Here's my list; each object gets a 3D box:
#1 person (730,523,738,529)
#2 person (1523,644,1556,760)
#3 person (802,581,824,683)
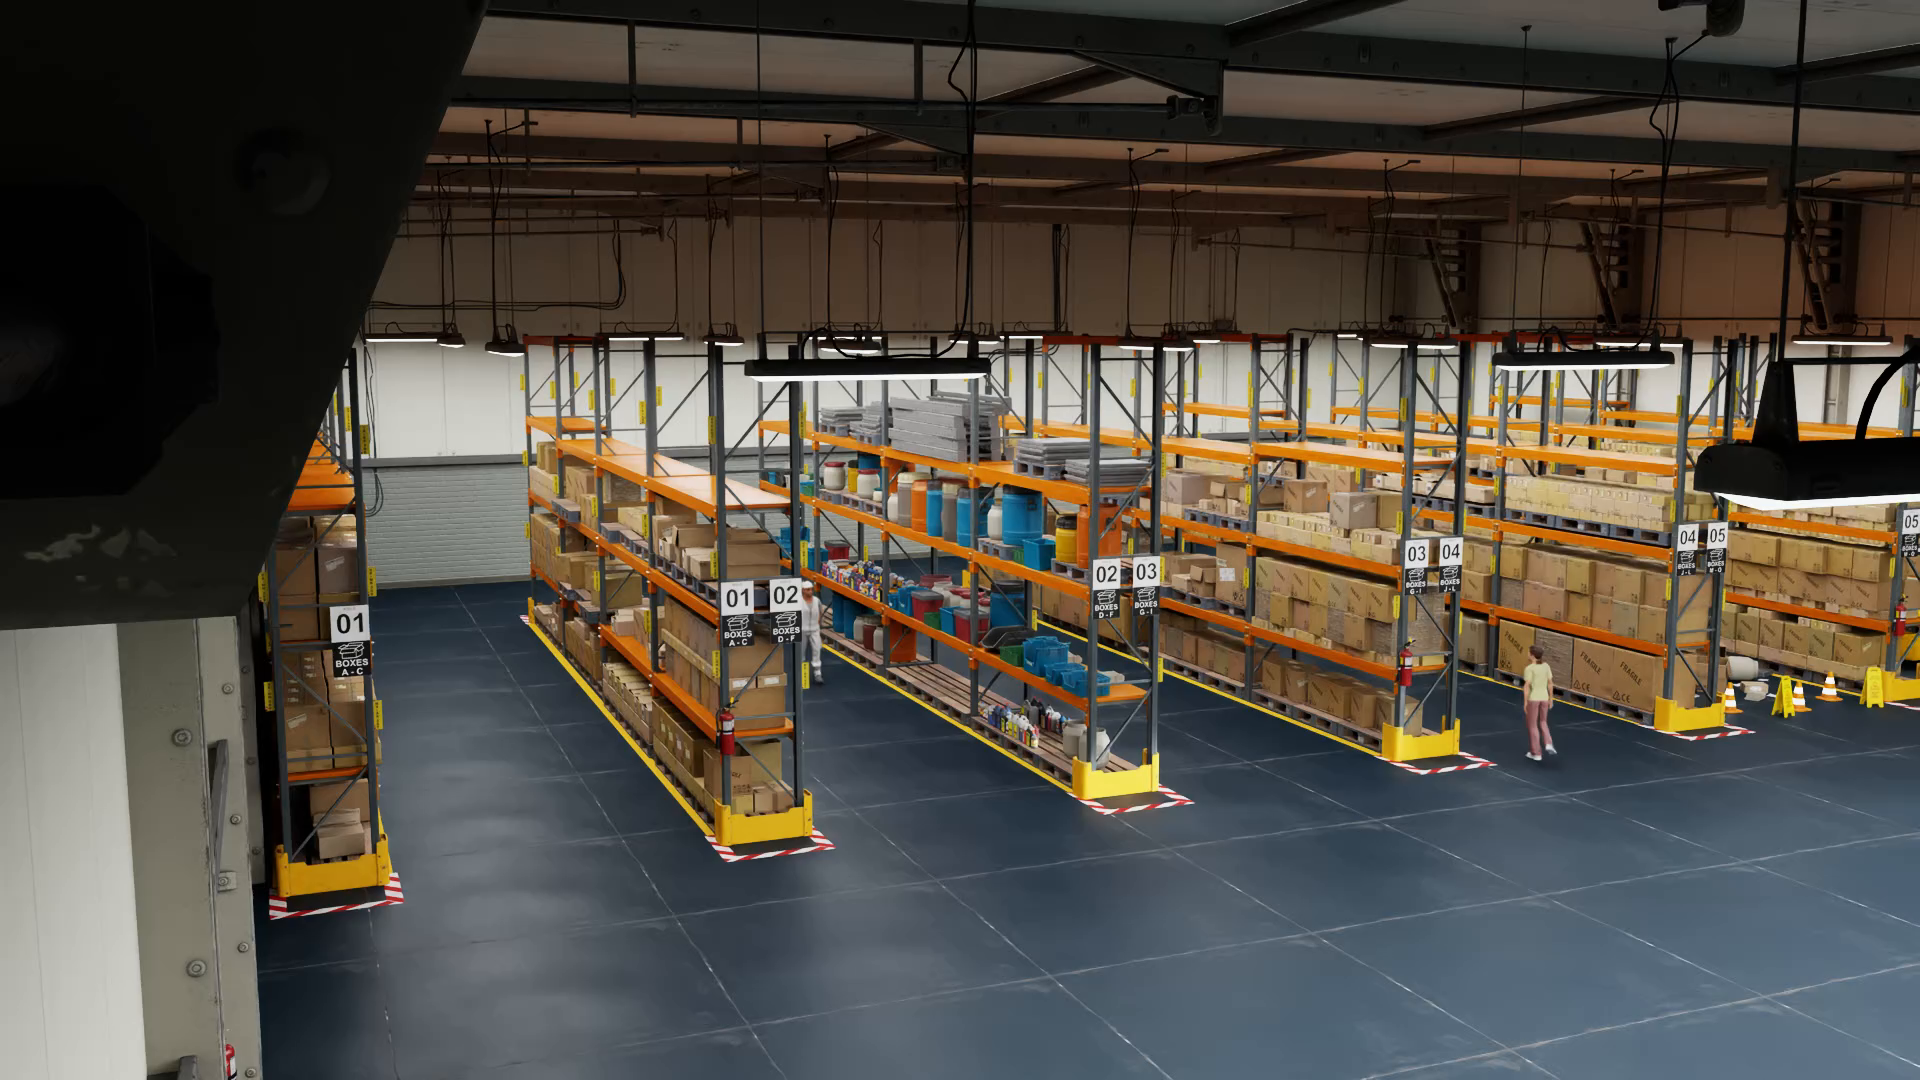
[{"bbox_3d":[-5.202,0.489,37.466,0.729,1.732,0.637,-2,8,-17],"label":"person"},{"bbox_3d":[8.320,2.339,23.888,0.503,1.665,0.479,-1,8,-11],"label":"person"},{"bbox_3d":[-2.651,1.584,29.121,0.554,1.725,1.068,-3,8,-19],"label":"person"}]
